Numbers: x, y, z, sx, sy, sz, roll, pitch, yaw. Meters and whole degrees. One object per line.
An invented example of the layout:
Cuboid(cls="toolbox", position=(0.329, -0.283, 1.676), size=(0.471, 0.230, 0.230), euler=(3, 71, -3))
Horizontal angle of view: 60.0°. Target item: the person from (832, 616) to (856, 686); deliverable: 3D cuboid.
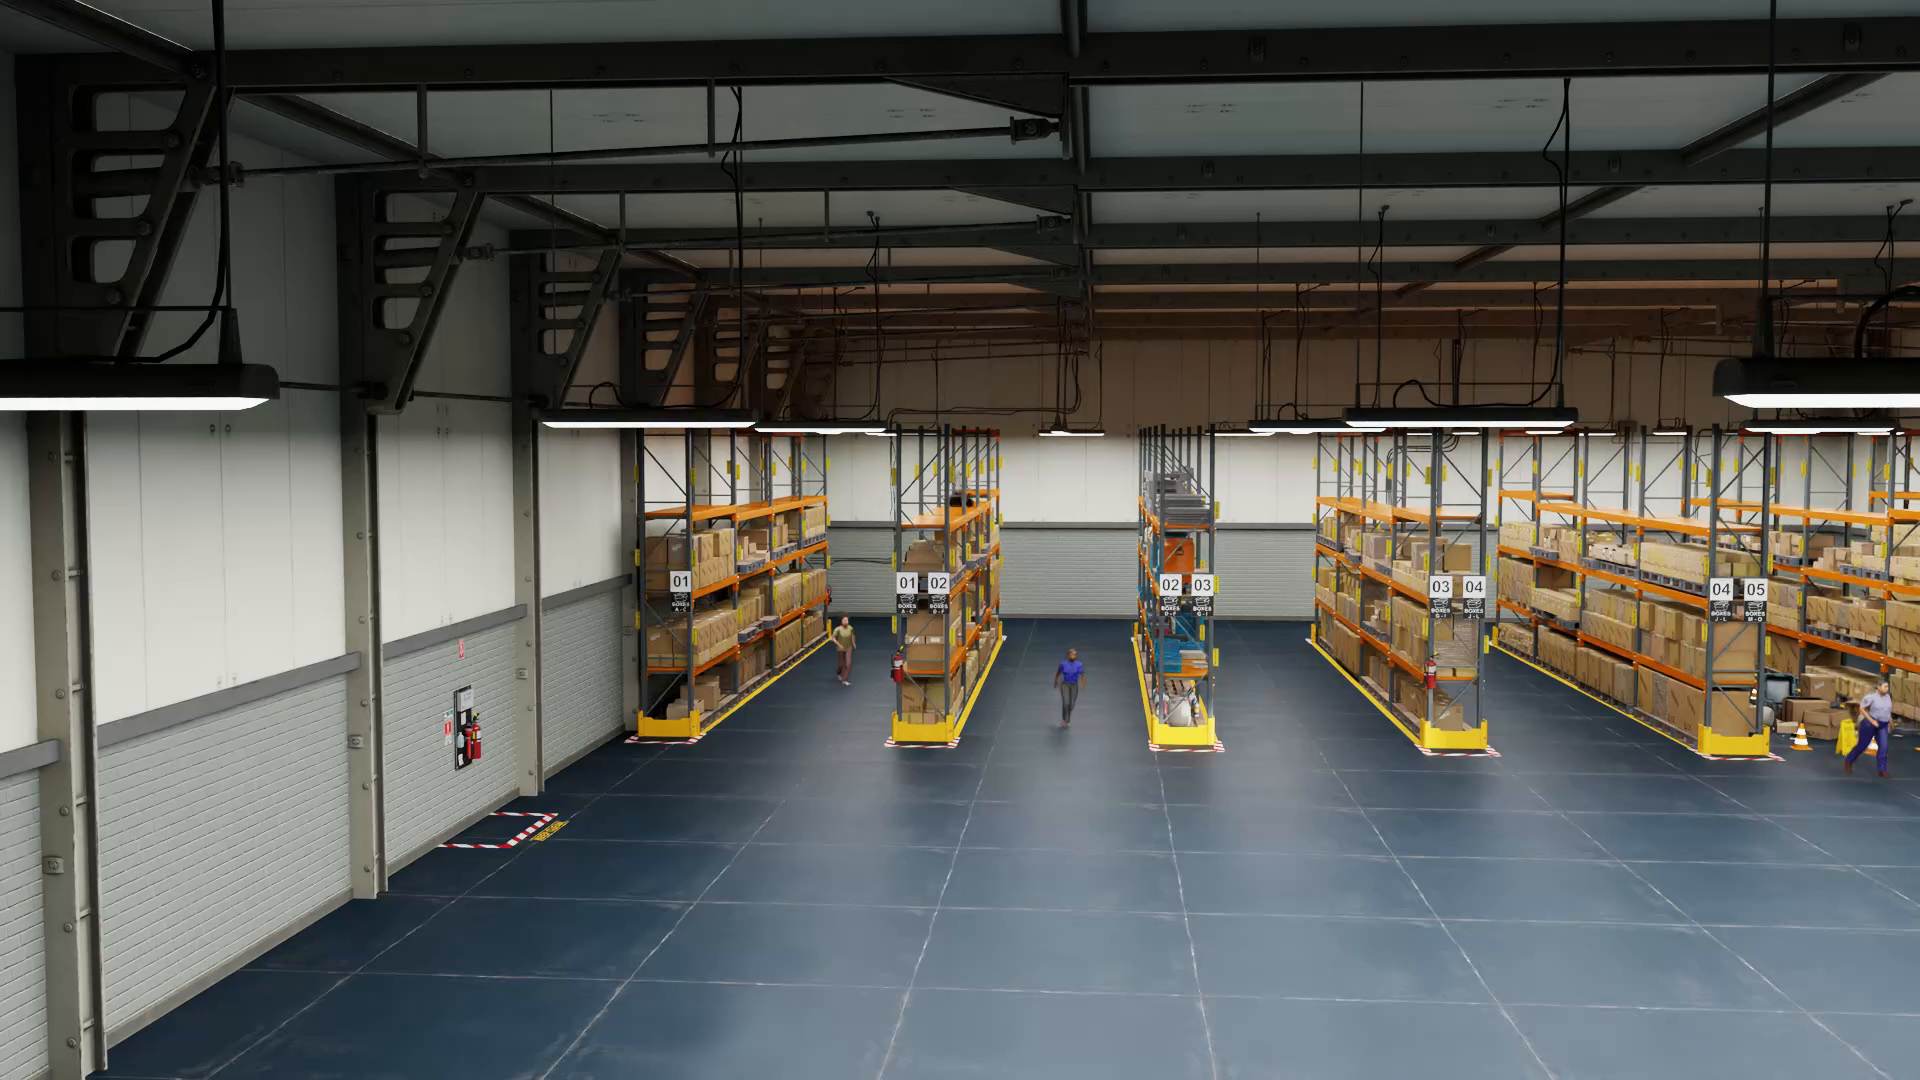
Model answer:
Cuboid(cls="person", position=(-2.727, 2.557, 38.823), size=(0.579, 1.622, 0.762), euler=(-1, 4, -17))

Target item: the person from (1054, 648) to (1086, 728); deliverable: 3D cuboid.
Cuboid(cls="person", position=(2.186, 2.914, 32.734), size=(0.558, 1.596, 0.790), euler=(-1, 4, -8))

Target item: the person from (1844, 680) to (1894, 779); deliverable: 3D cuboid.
Cuboid(cls="person", position=(15.494, 3.167, 28.099), size=(0.656, 1.627, 0.922), euler=(-1, 4, -10))
